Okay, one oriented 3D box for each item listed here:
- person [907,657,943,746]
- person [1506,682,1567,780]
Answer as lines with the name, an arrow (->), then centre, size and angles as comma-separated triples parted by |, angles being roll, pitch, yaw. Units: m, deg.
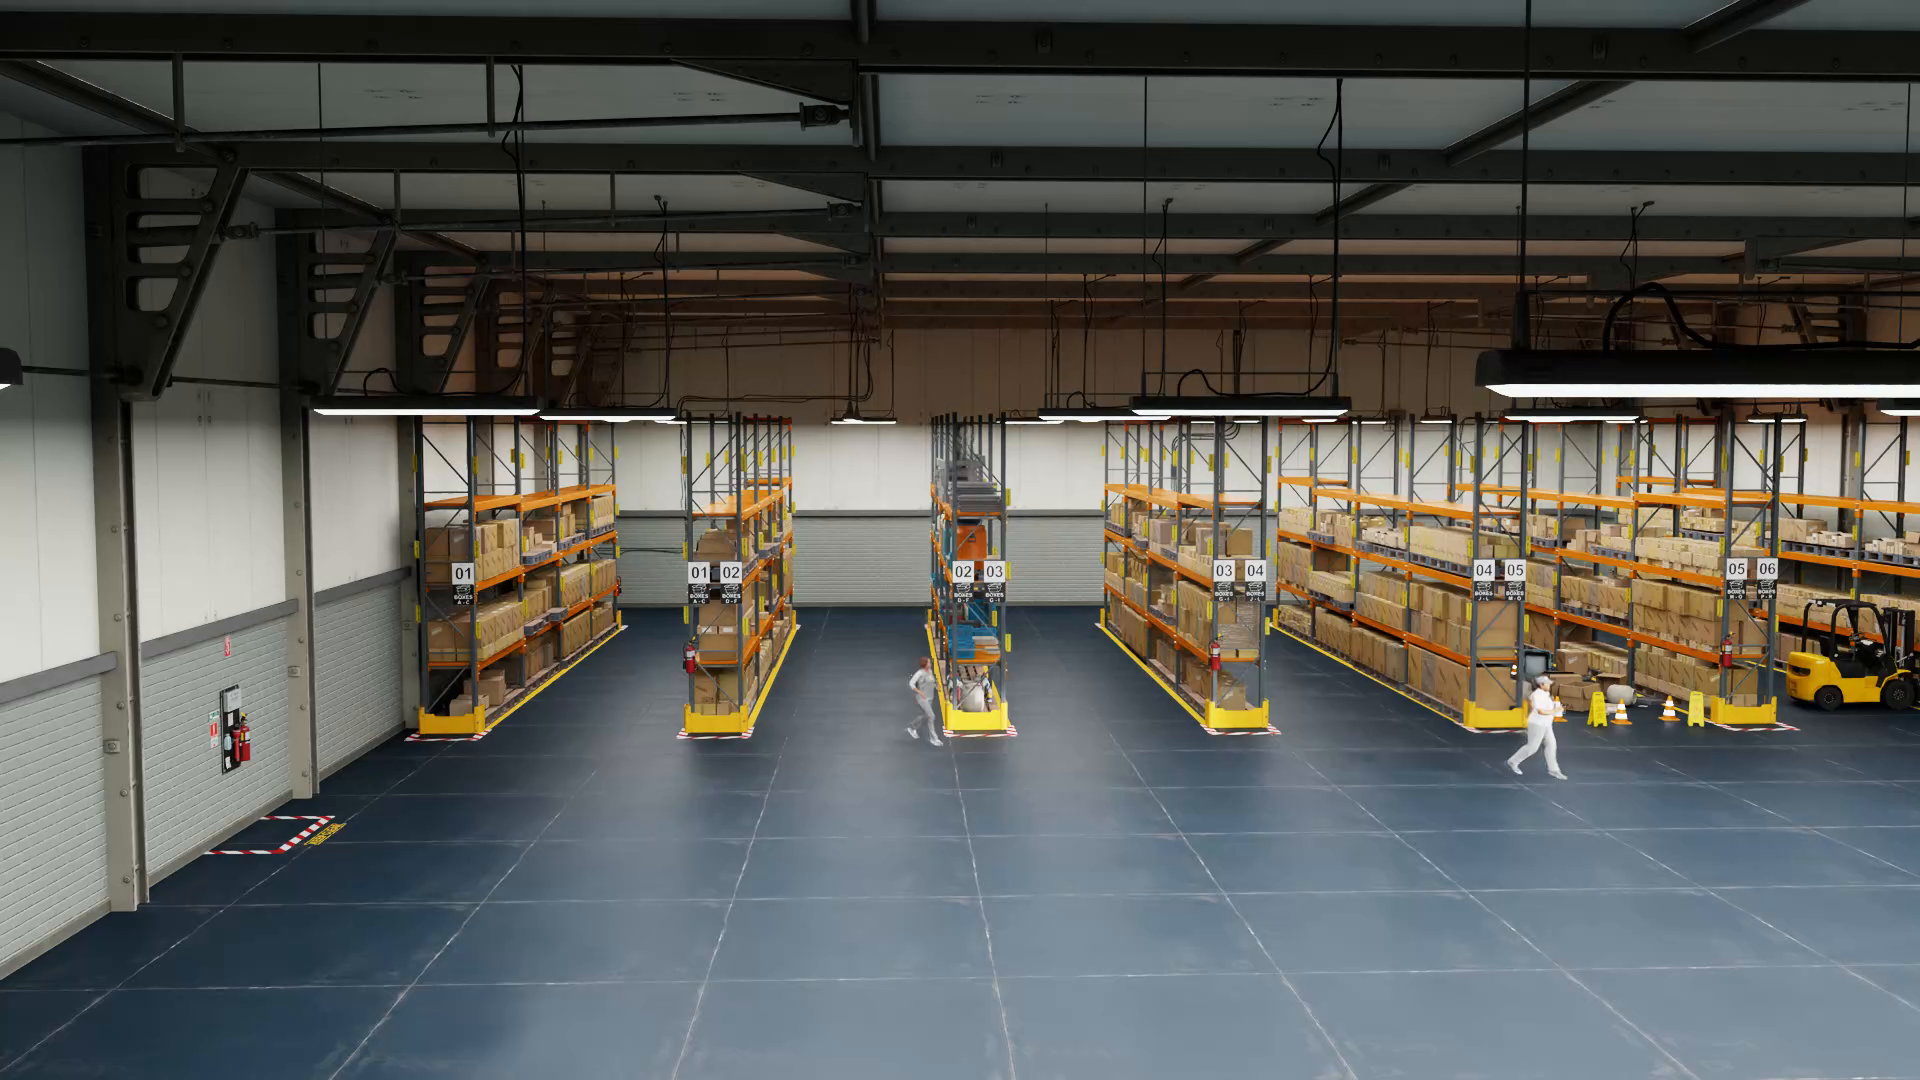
person -> -0.678, 2.890, 29.949 | 0.775, 1.605, 0.496 | 2, 4, 28
person -> 9.395, 3.037, 27.030 | 0.933, 1.652, 0.598 | 2, 4, 30
